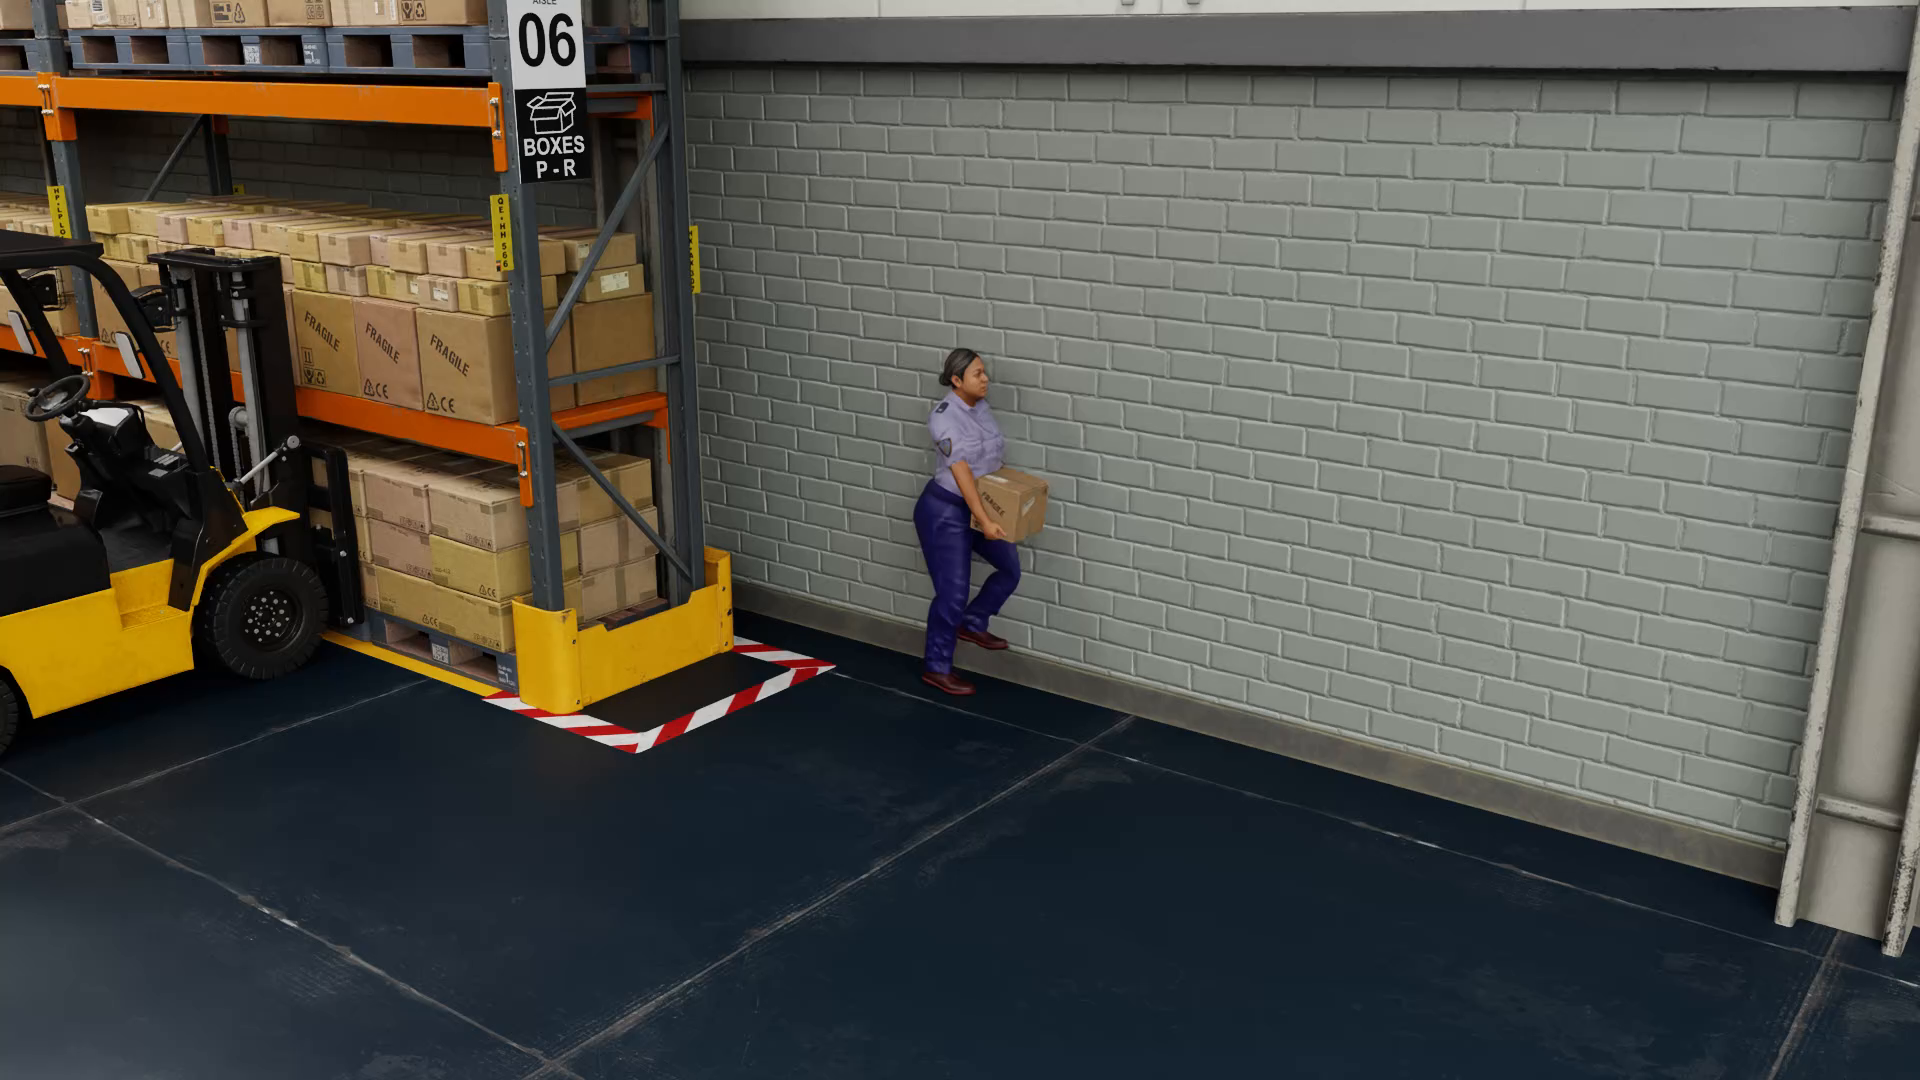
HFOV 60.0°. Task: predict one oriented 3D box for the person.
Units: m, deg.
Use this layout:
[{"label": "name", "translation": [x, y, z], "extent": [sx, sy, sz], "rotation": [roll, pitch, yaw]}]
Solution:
[{"label": "person", "translation": [0.083, -0.091, 7.904], "extent": [0.539, 1.637, 0.458], "rotation": [12, 20, 34]}]
